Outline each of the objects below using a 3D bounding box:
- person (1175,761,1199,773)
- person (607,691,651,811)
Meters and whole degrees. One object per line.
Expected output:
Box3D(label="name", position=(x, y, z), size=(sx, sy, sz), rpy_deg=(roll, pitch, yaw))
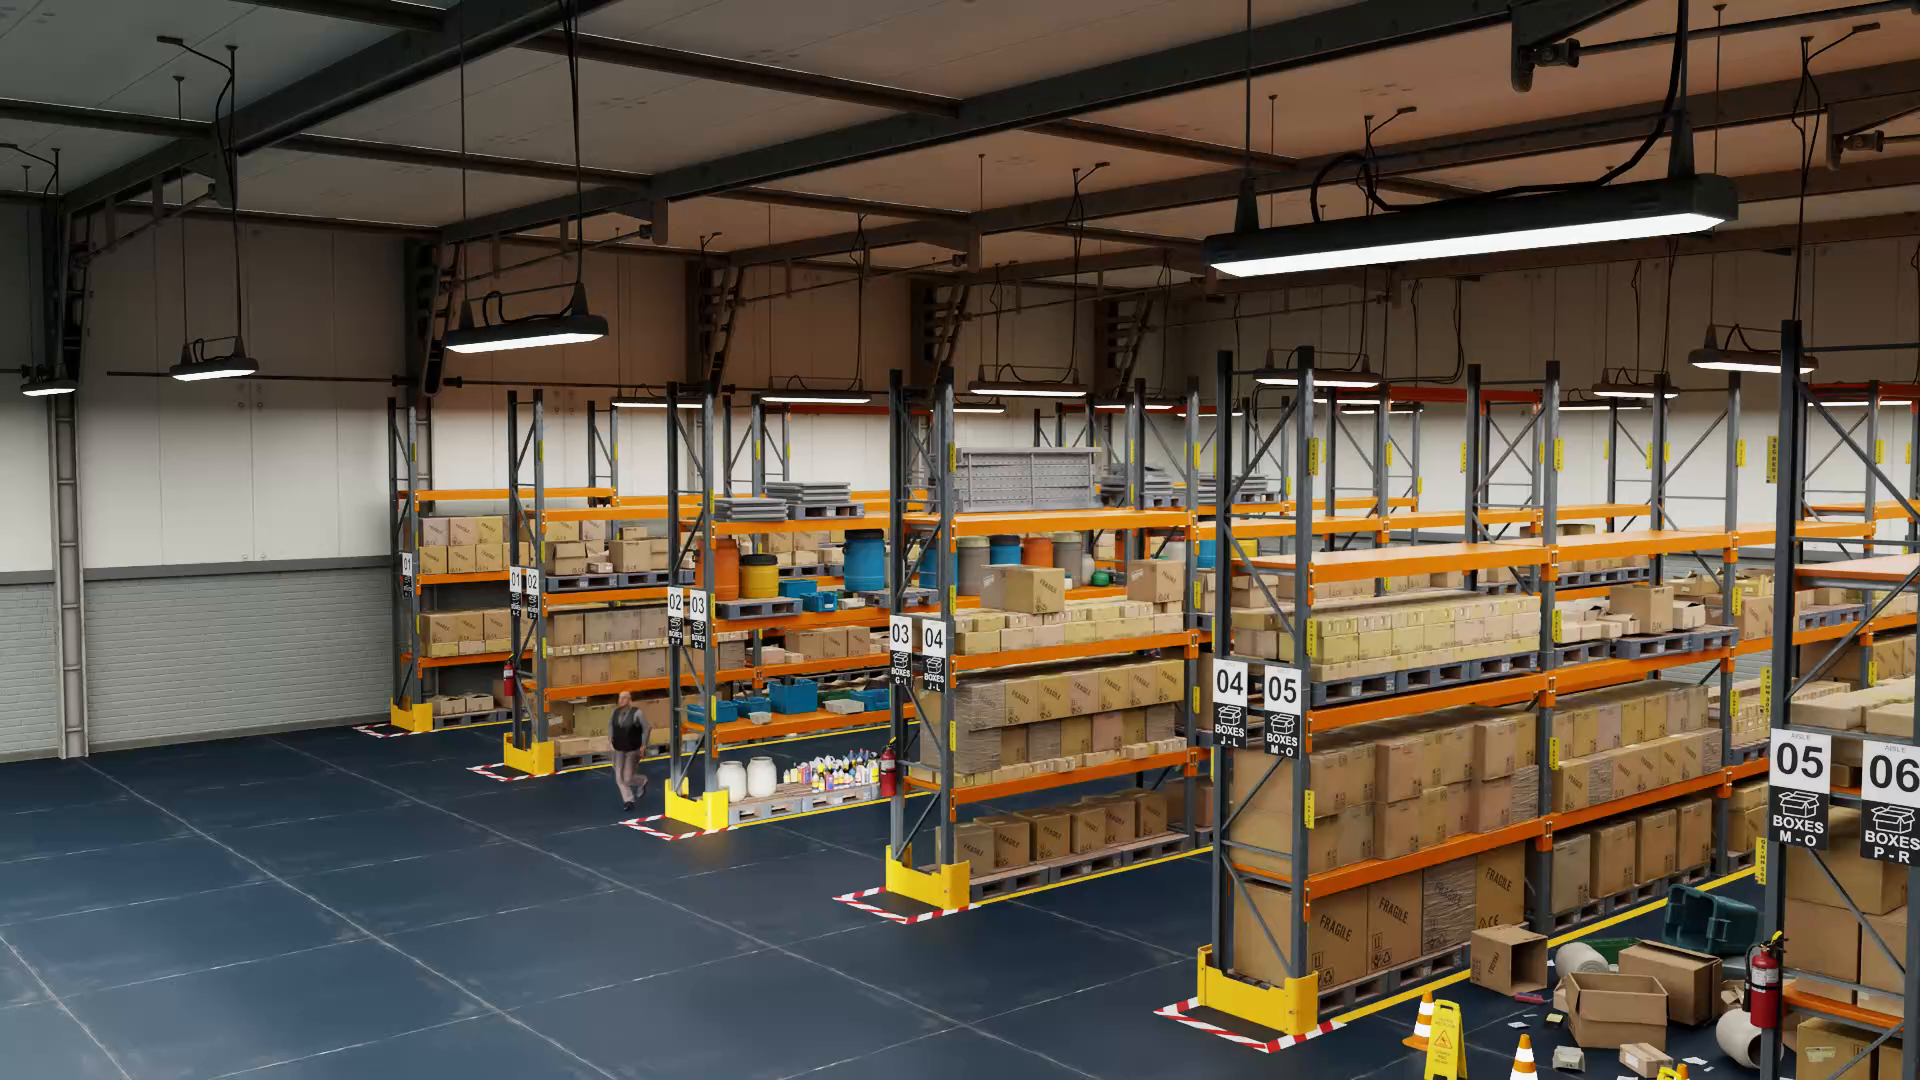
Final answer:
Box3D(label="person", position=(3.537, 2.842, 26.102), size=(0.504, 1.623, 0.688), rpy_deg=(2, 4, 35))
Box3D(label="person", position=(-4.690, 2.961, 23.540), size=(0.664, 1.680, 0.625), rpy_deg=(1, 4, 18))
